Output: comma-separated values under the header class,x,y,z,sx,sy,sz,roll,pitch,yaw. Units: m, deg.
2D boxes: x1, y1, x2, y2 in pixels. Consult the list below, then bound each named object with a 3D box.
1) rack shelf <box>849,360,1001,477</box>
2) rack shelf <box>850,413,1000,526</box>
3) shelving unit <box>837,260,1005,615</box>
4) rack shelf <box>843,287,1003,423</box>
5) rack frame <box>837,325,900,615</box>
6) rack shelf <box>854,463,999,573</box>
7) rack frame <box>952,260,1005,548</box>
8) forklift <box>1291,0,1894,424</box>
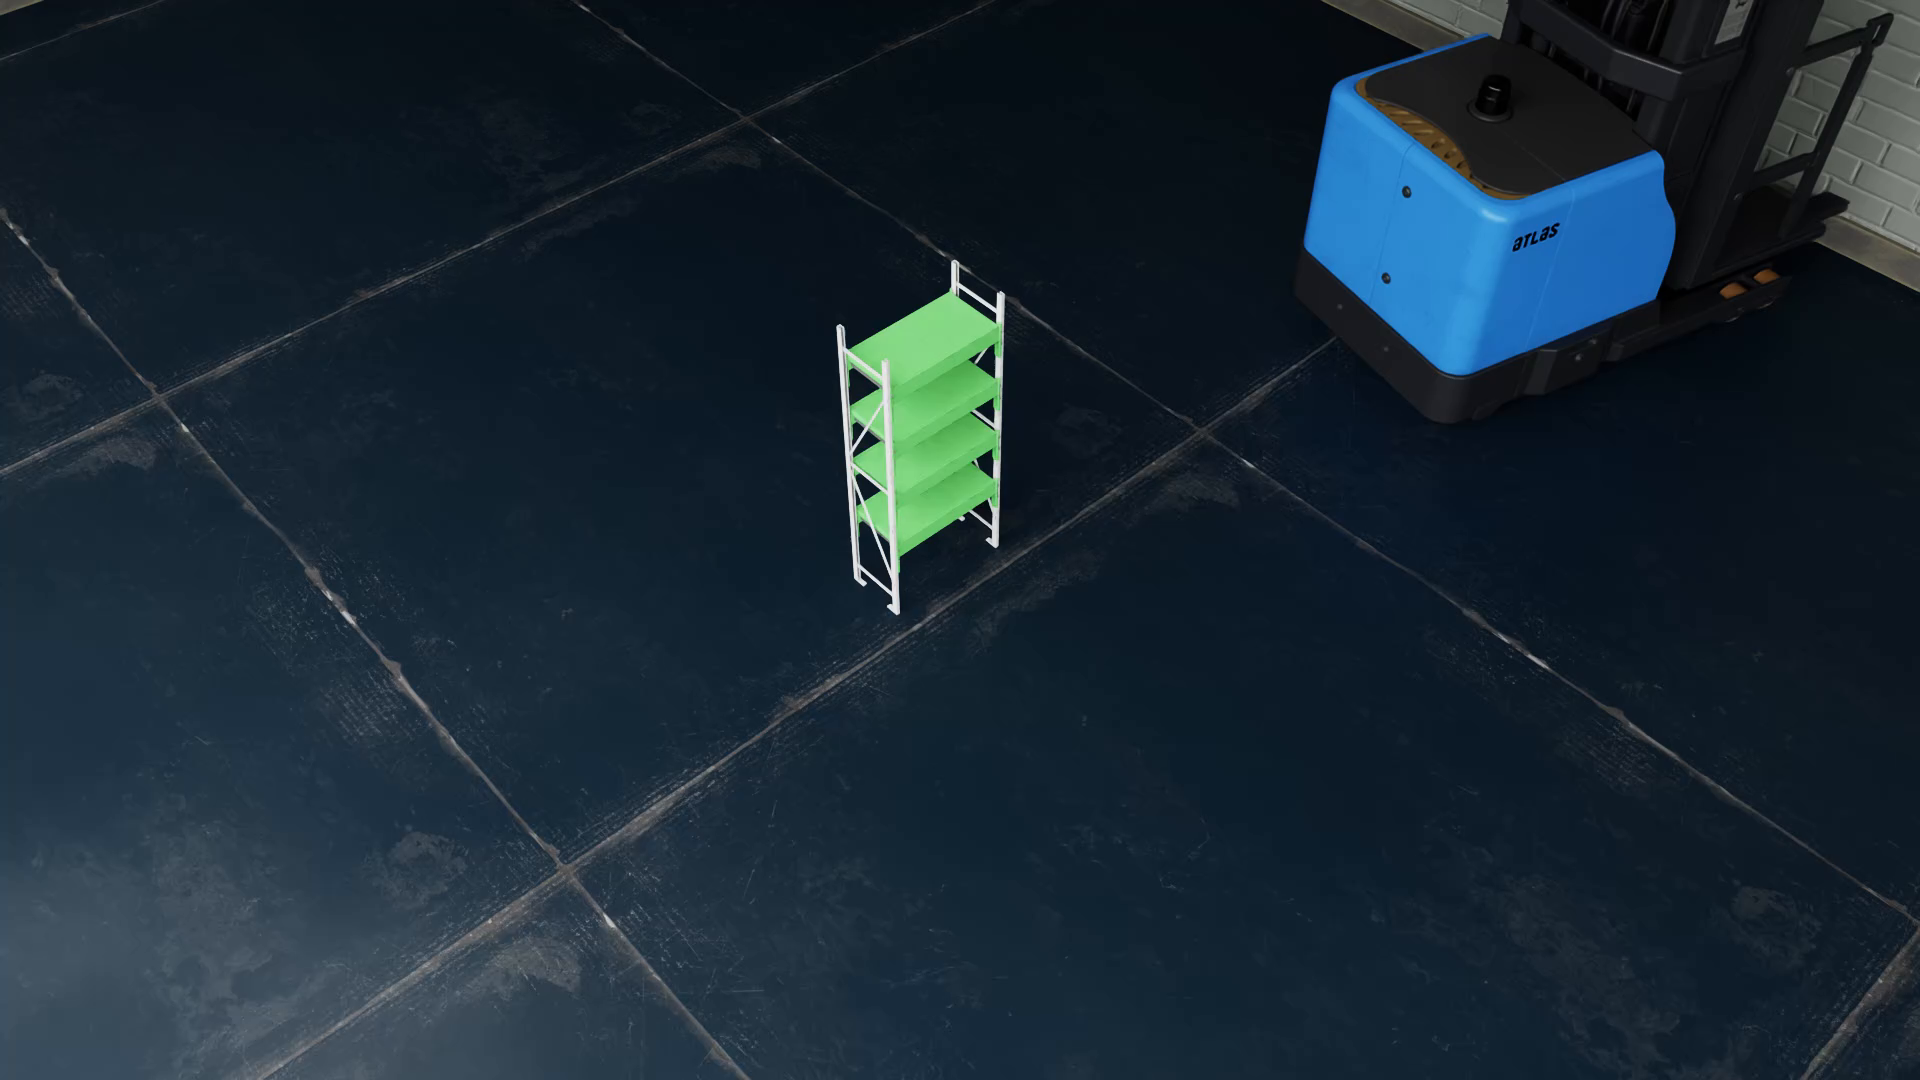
class,x,y,z,sx,sy,sz,roll,pitch,yaw
rack shelf,-0.122,-0.444,5.604,0.480,0.148,0.258,-34,56,-27
rack shelf,-0.122,-0.282,5.780,0.480,0.148,0.258,-34,56,-27
shelving unit,-0.122,-0.325,5.734,0.503,1.200,0.258,-34,56,-27
rack shelf,-0.122,-0.607,5.428,0.480,0.148,0.258,-34,56,-27
rack frame,-0.303,-0.204,5.622,0.015,1.200,0.240,-34,56,-27
rack shelf,-0.122,-0.119,5.957,0.480,0.148,0.258,-34,56,-27
rack frame,0.058,-0.446,5.845,0.015,1.200,0.240,-34,56,-27
forklift,2.968,-2.246,6.328,3.031,2.935,1.130,-22,51,-19
